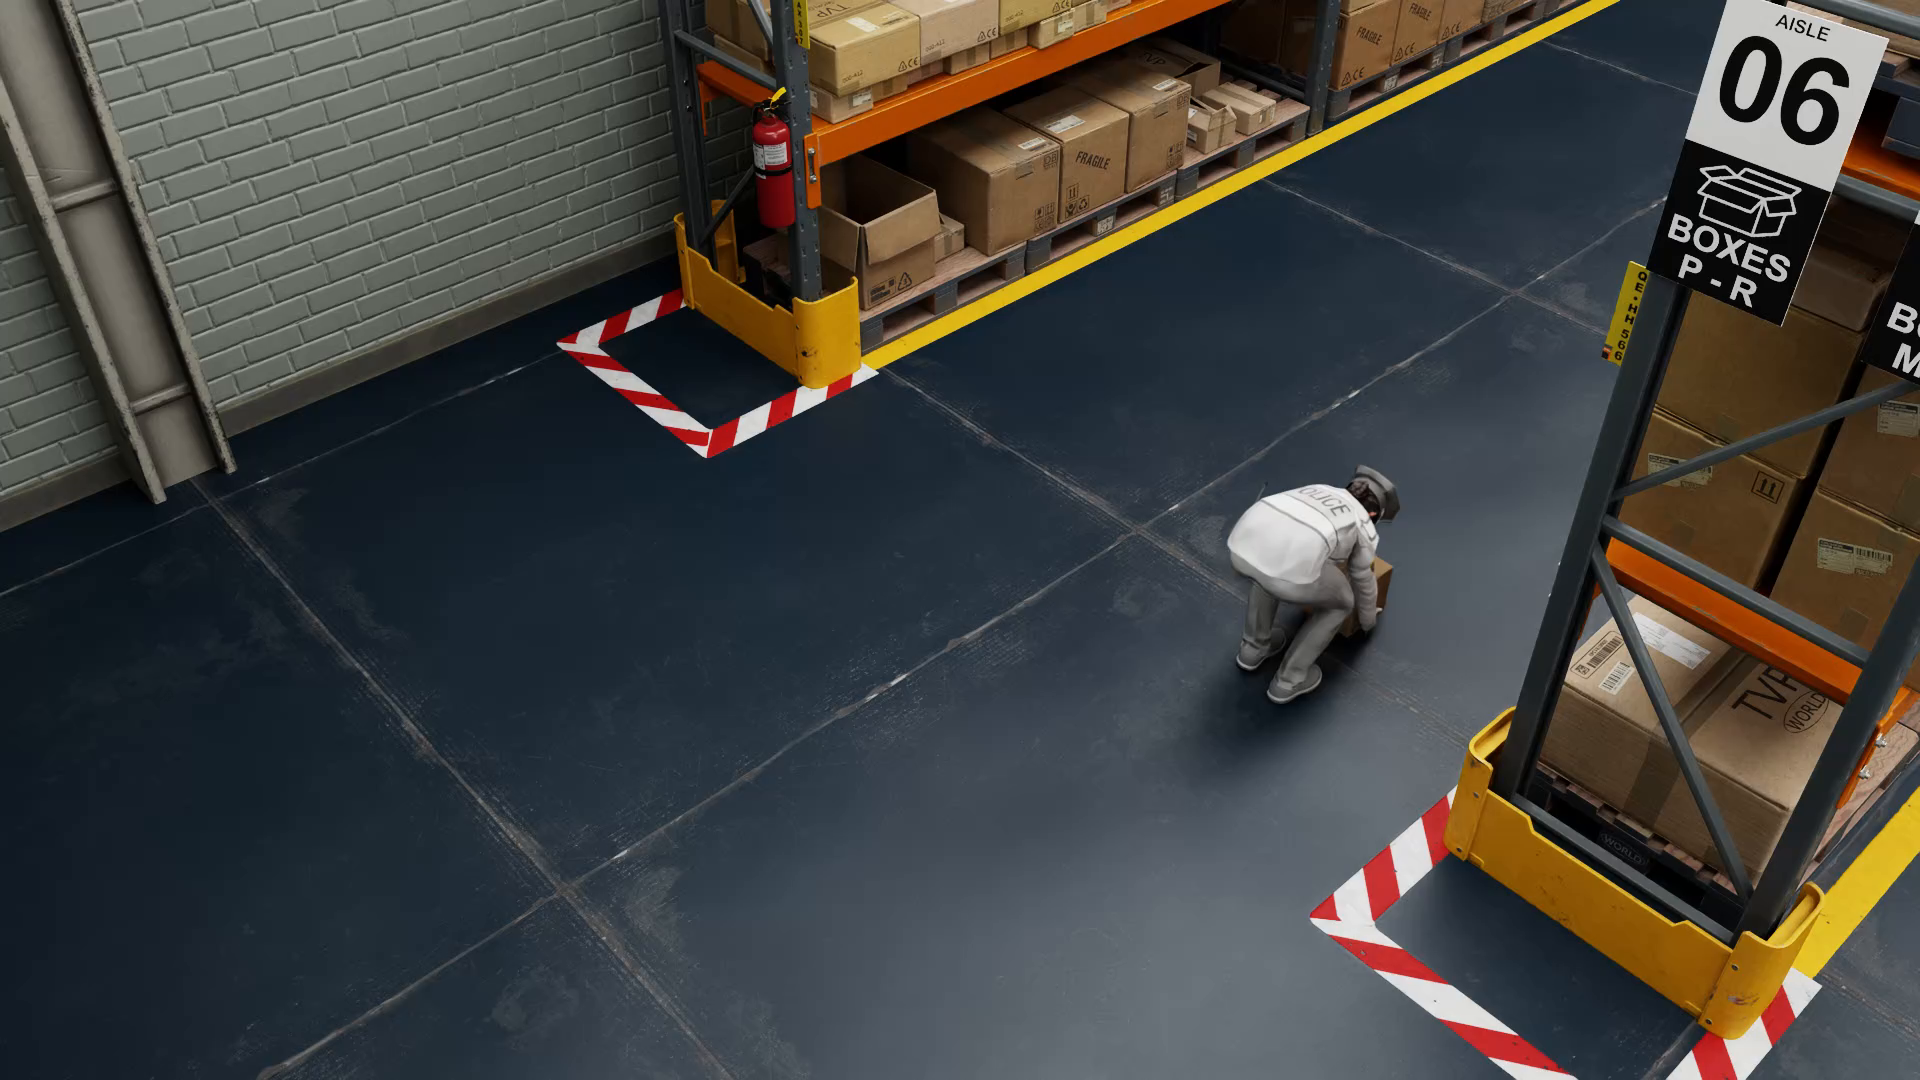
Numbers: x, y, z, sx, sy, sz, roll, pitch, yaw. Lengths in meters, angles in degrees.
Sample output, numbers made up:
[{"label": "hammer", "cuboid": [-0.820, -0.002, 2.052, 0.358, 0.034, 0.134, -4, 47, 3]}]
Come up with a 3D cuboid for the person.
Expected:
[{"label": "person", "cuboid": [1.393, 0.128, 6.595, 0.445, 0.903, 0.871, 33, 50, 33]}]
